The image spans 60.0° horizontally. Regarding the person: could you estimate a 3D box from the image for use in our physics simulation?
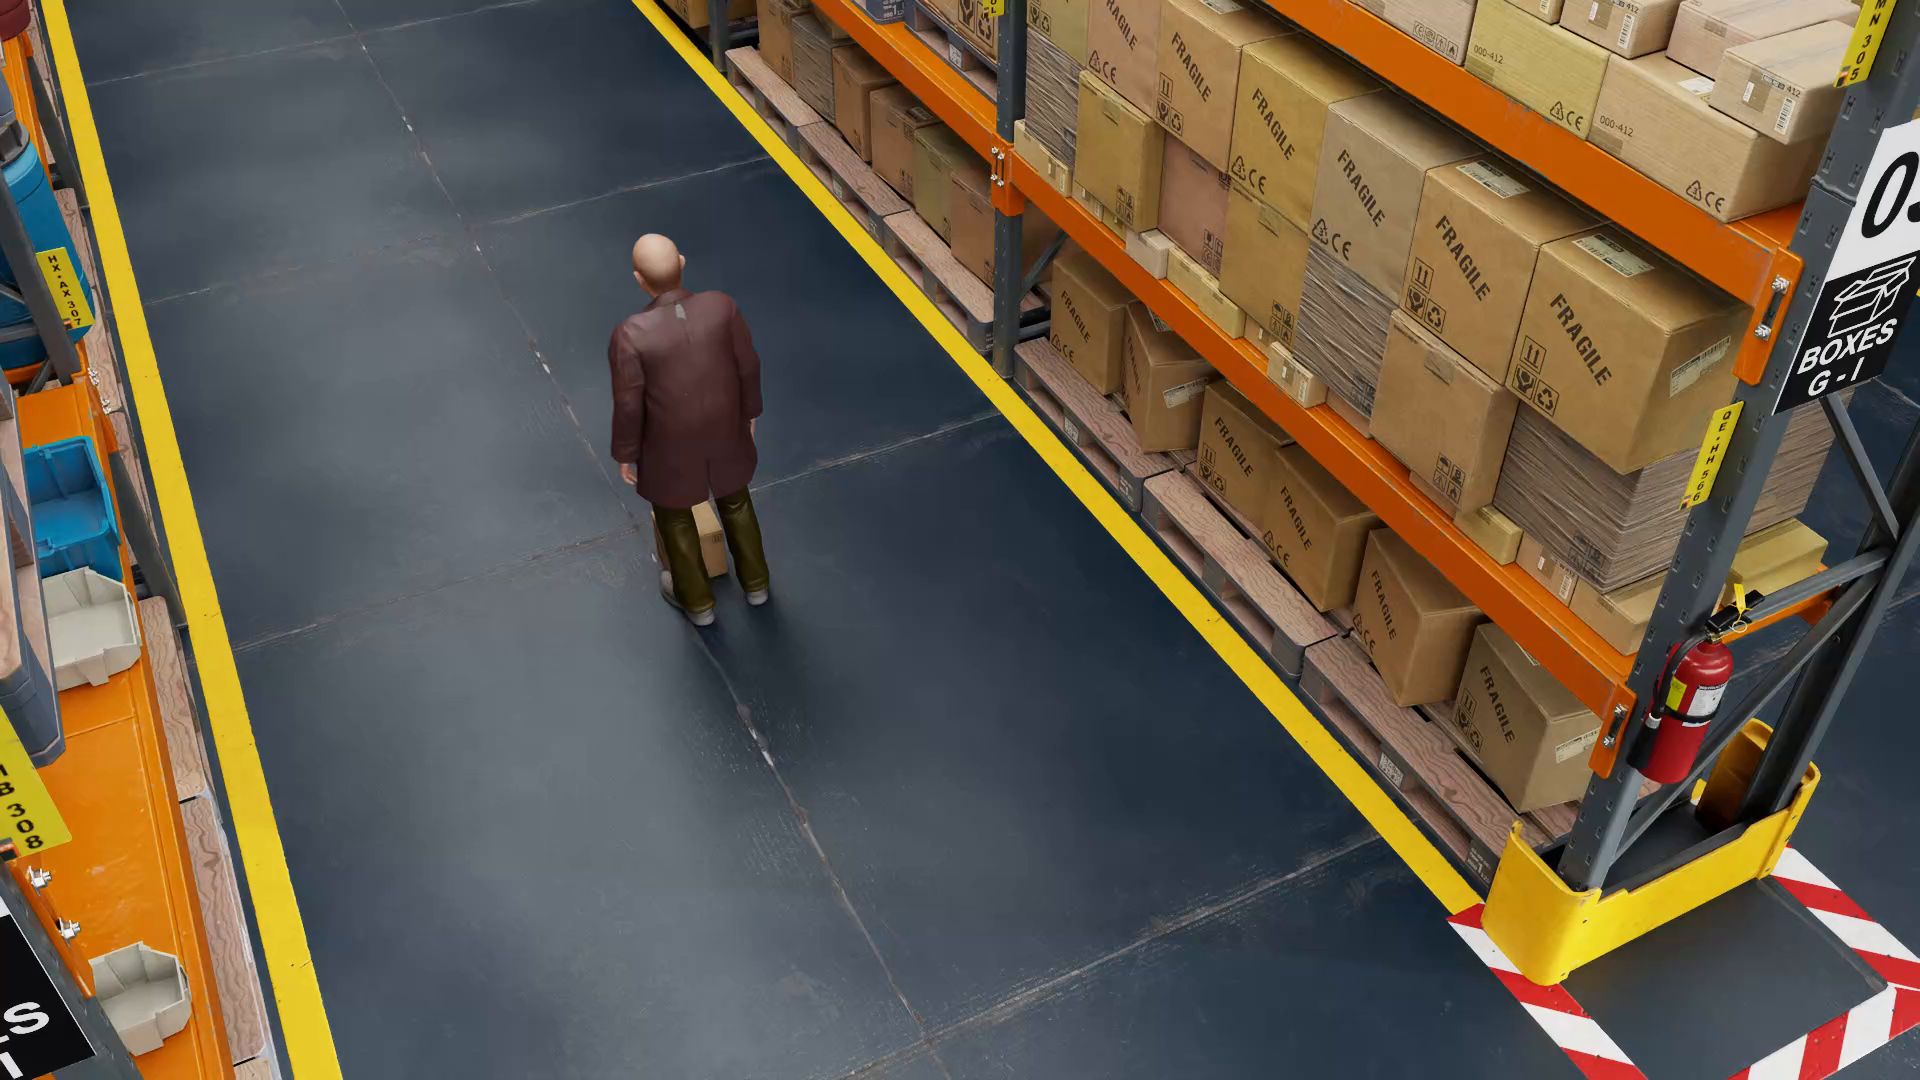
[{"bbox_3d":[-1.085,-0.420,6.657,0.653,1.774,0.423,-21,45,-23],"label":"person"}]
